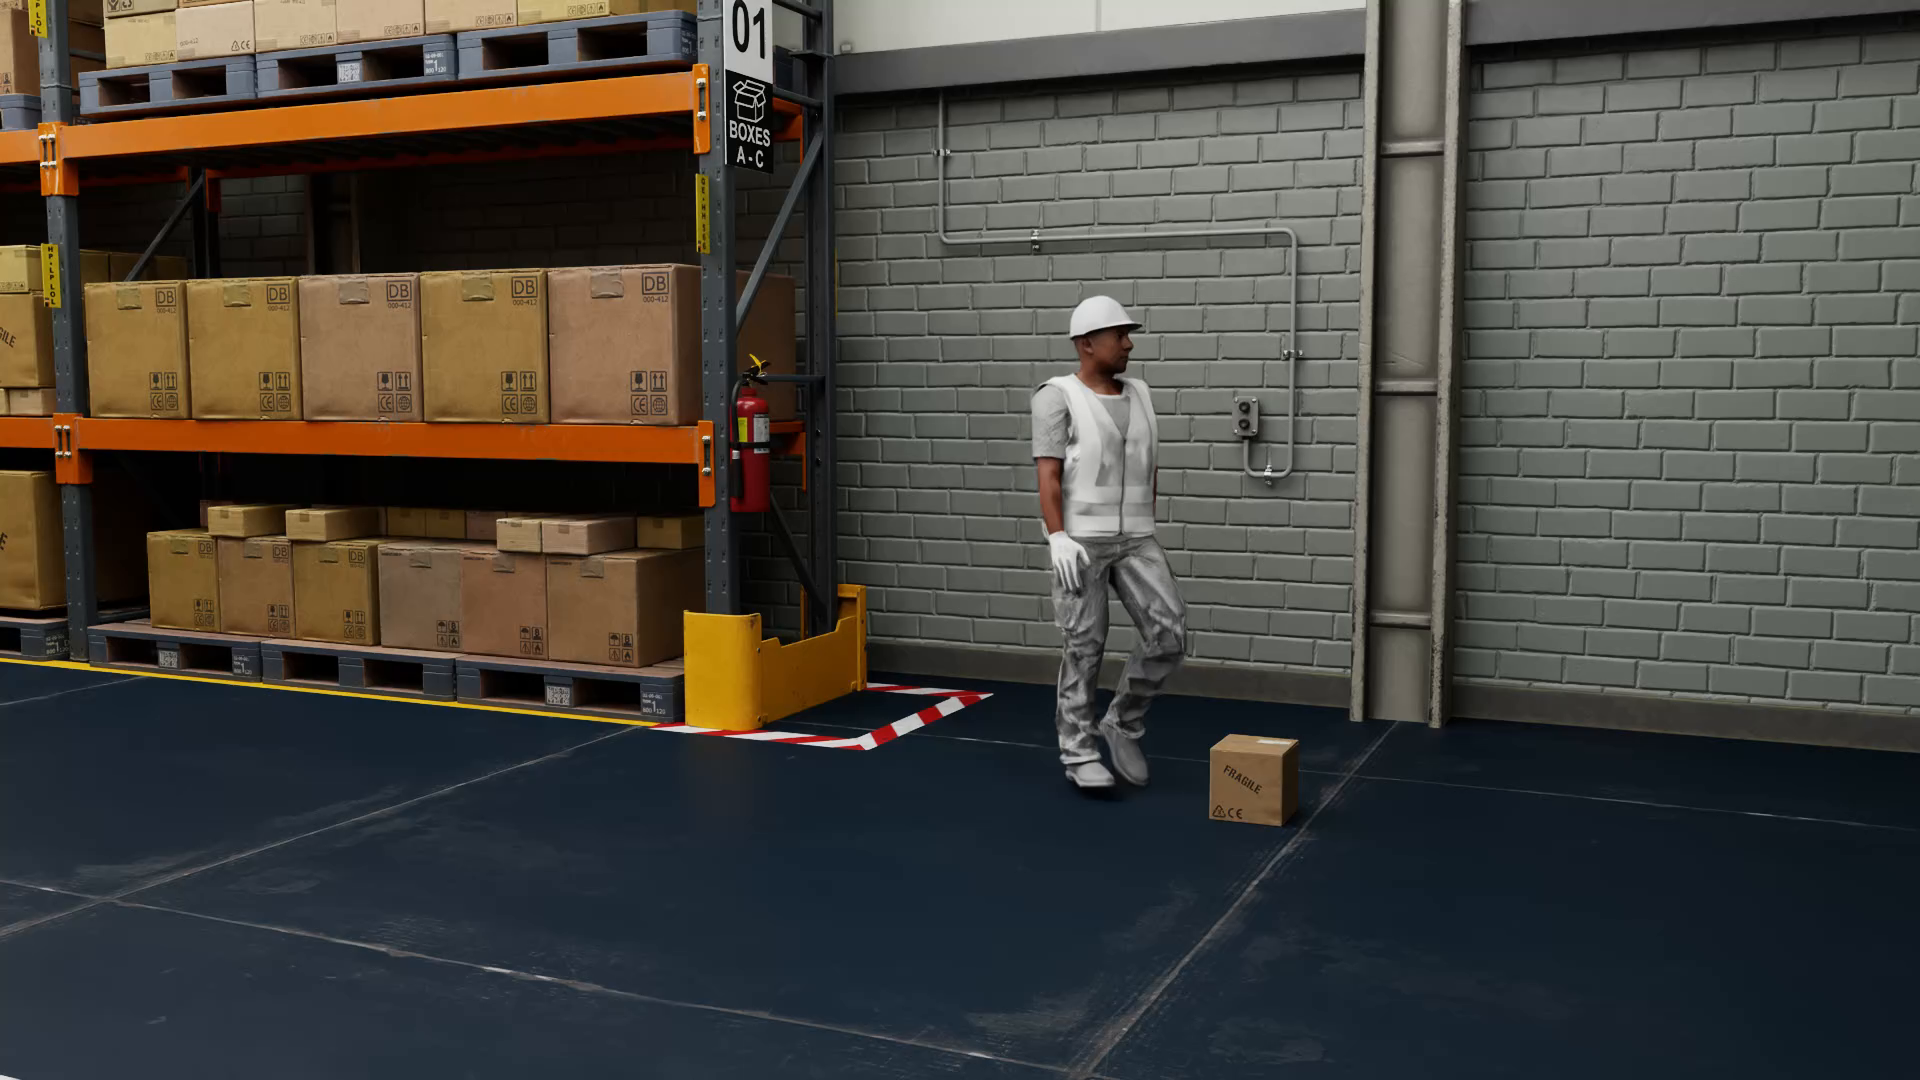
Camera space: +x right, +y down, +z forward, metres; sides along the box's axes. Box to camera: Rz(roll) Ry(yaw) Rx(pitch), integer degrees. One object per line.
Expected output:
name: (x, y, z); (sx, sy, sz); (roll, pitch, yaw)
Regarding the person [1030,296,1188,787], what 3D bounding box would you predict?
person: (0.535, 0.022, 6.013); (0.567, 1.792, 0.460); (-3, 6, -25)
